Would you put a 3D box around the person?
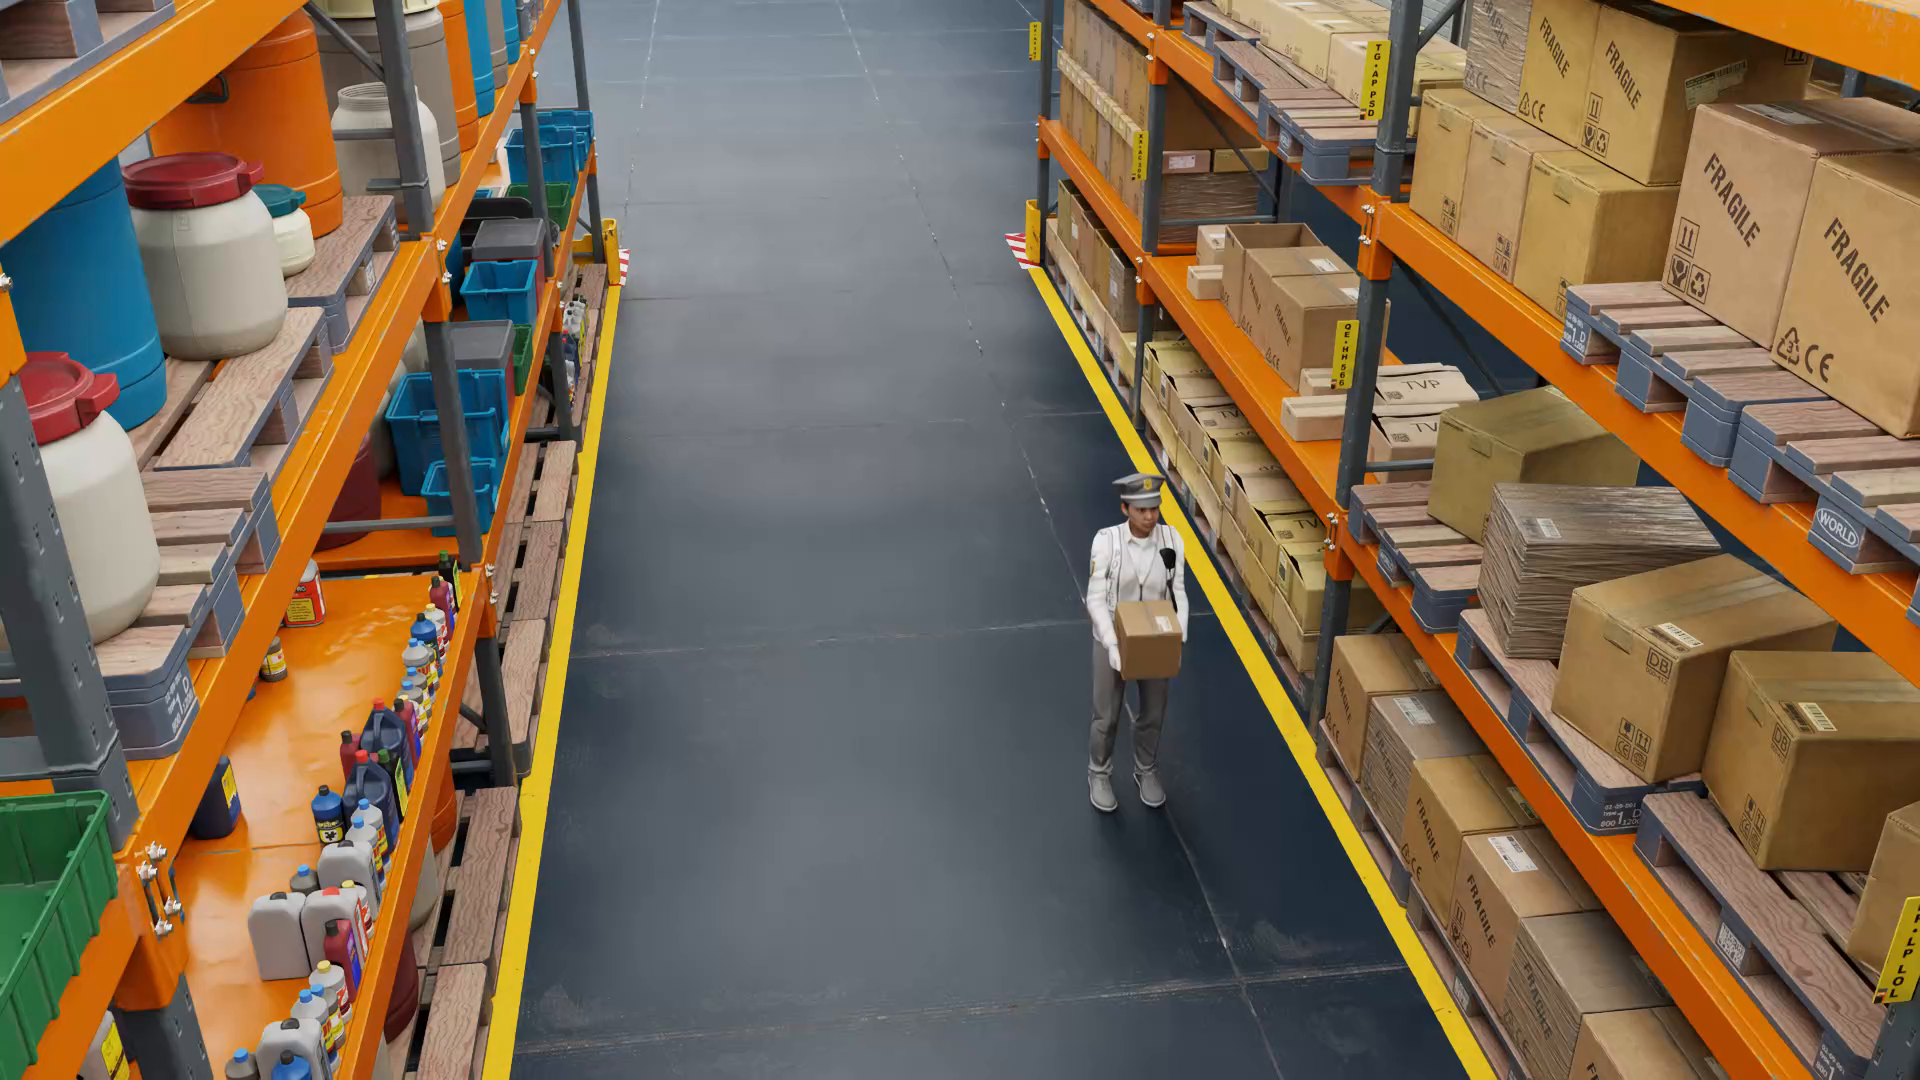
[{"bbox_3d":[0.805,0.498,7.630,0.459,1.686,0.549,-3,27,-6],"label":"person"}]
